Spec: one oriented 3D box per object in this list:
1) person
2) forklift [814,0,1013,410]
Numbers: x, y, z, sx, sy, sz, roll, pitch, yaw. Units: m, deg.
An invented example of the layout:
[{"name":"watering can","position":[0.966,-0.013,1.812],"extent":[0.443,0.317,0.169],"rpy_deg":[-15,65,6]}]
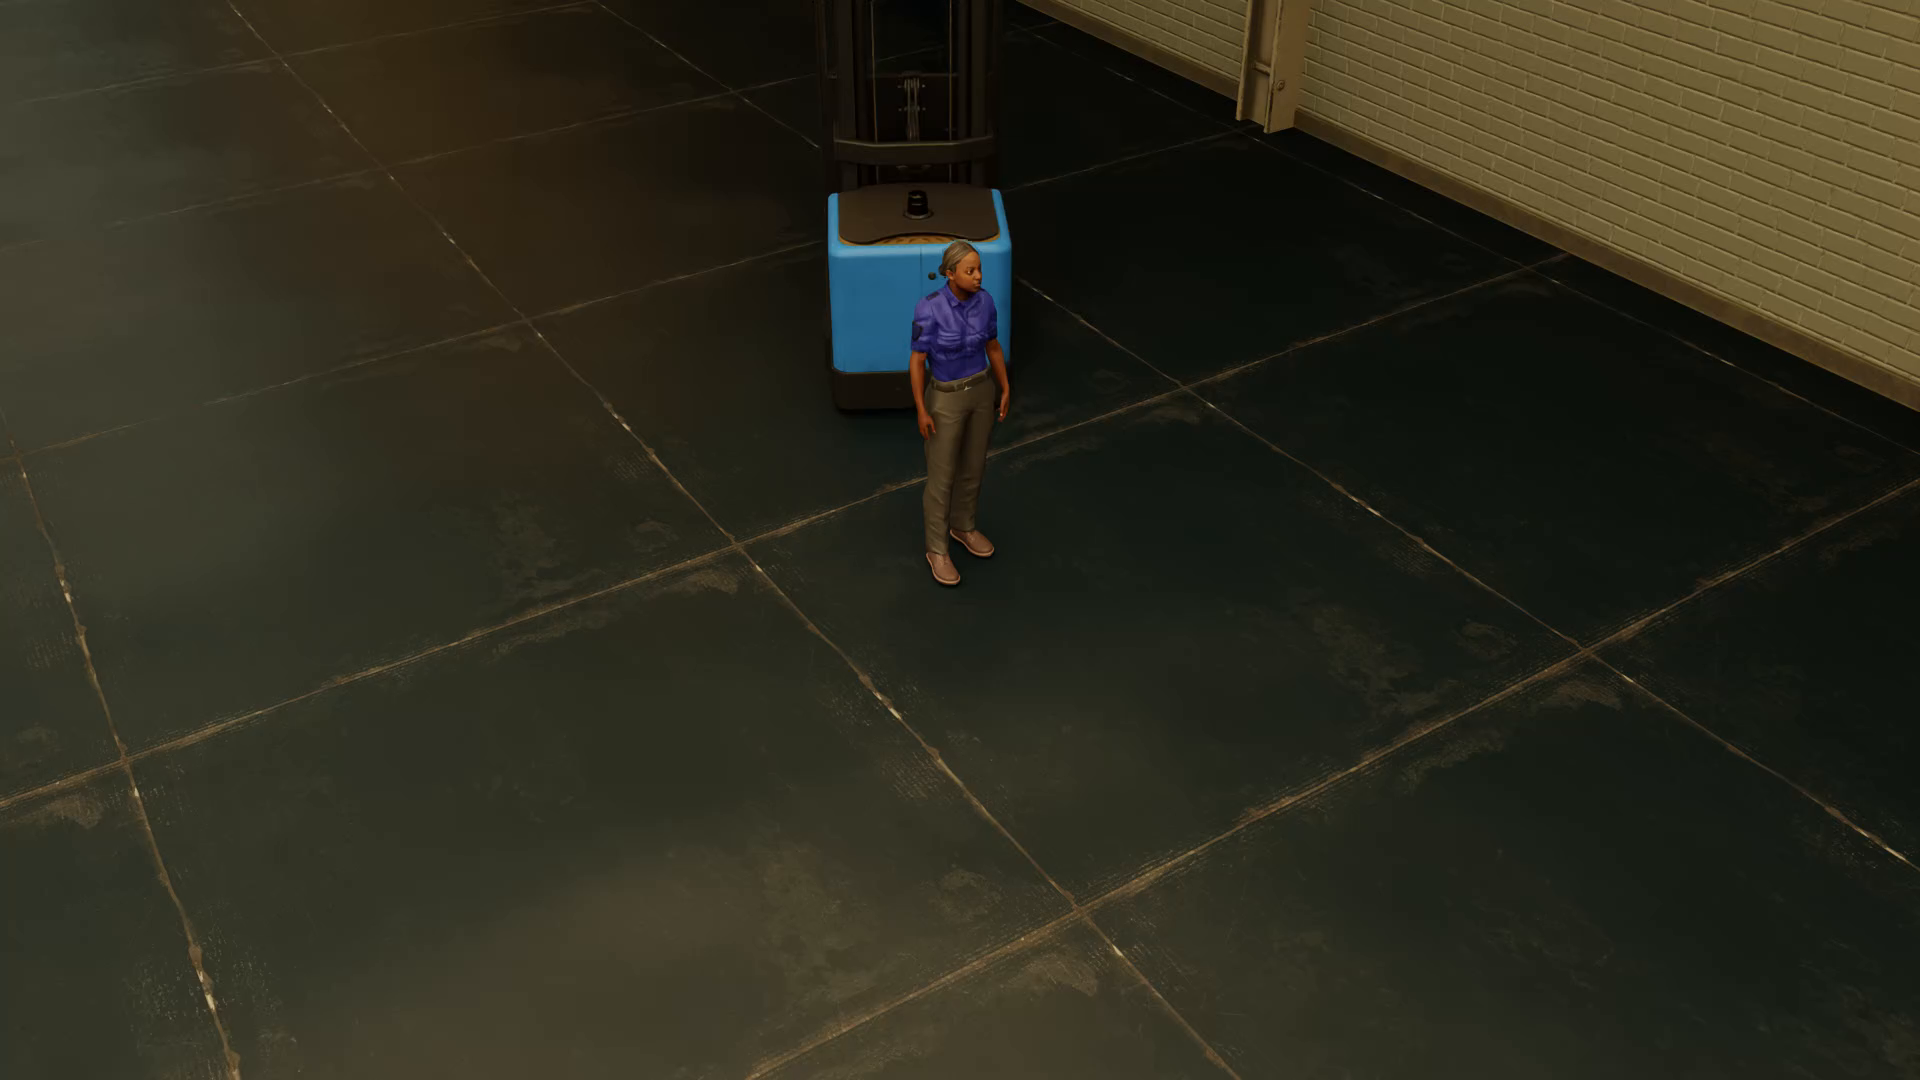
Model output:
[{"name":"person","position":[0.031,-0.634,8.148],"extent":[0.569,1.656,0.503],"rpy_deg":[-21,40,-27]},{"name":"forklift","position":[-0.312,-2.780,10.104],"extent":[1.130,2.935,3.031],"rpy_deg":[-2,35,-3]}]
